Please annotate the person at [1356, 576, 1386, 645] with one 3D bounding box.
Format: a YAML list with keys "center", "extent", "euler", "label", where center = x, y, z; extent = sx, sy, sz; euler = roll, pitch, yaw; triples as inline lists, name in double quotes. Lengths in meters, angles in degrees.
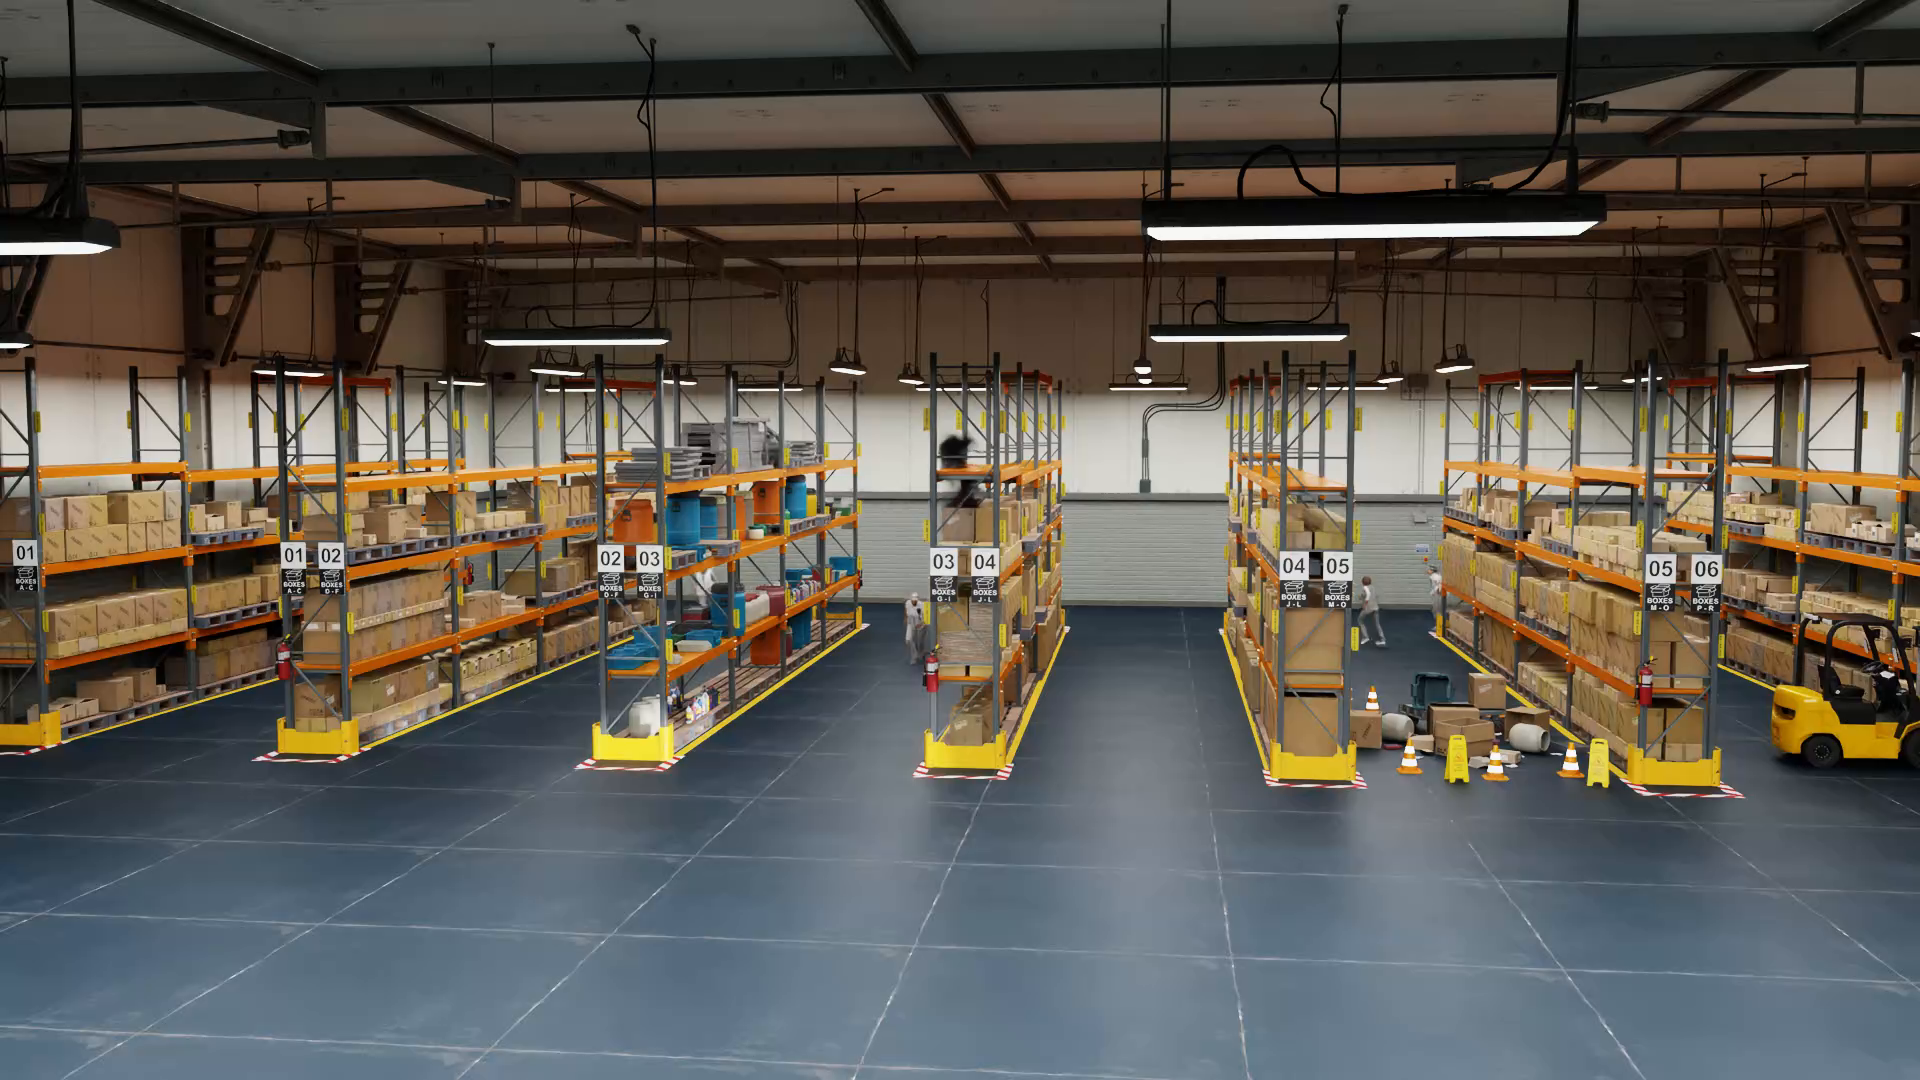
- center: [9.201, 1.595, 37.320]
  extent: [0.529, 1.546, 0.900]
  euler: [-2, 5, -30]
  label: "person"

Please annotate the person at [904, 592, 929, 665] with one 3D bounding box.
- center: [-0.869, 1.799, 34.593]
  extent: [0.616, 1.515, 1.081]
  euler: [1, 4, 13]
  label: "person"

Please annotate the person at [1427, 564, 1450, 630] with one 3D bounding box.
- center: [11.632, 1.386, 40.086]
  extent: [0.762, 1.626, 0.620]
  euler: [1, 4, 16]
  label: "person"

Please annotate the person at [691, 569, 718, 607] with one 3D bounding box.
- center: [-6.171, 1.307, 40.199]
  extent: [0.655, 1.725, 0.752]
  euler: [0, 4, -3]
  label: "person"
